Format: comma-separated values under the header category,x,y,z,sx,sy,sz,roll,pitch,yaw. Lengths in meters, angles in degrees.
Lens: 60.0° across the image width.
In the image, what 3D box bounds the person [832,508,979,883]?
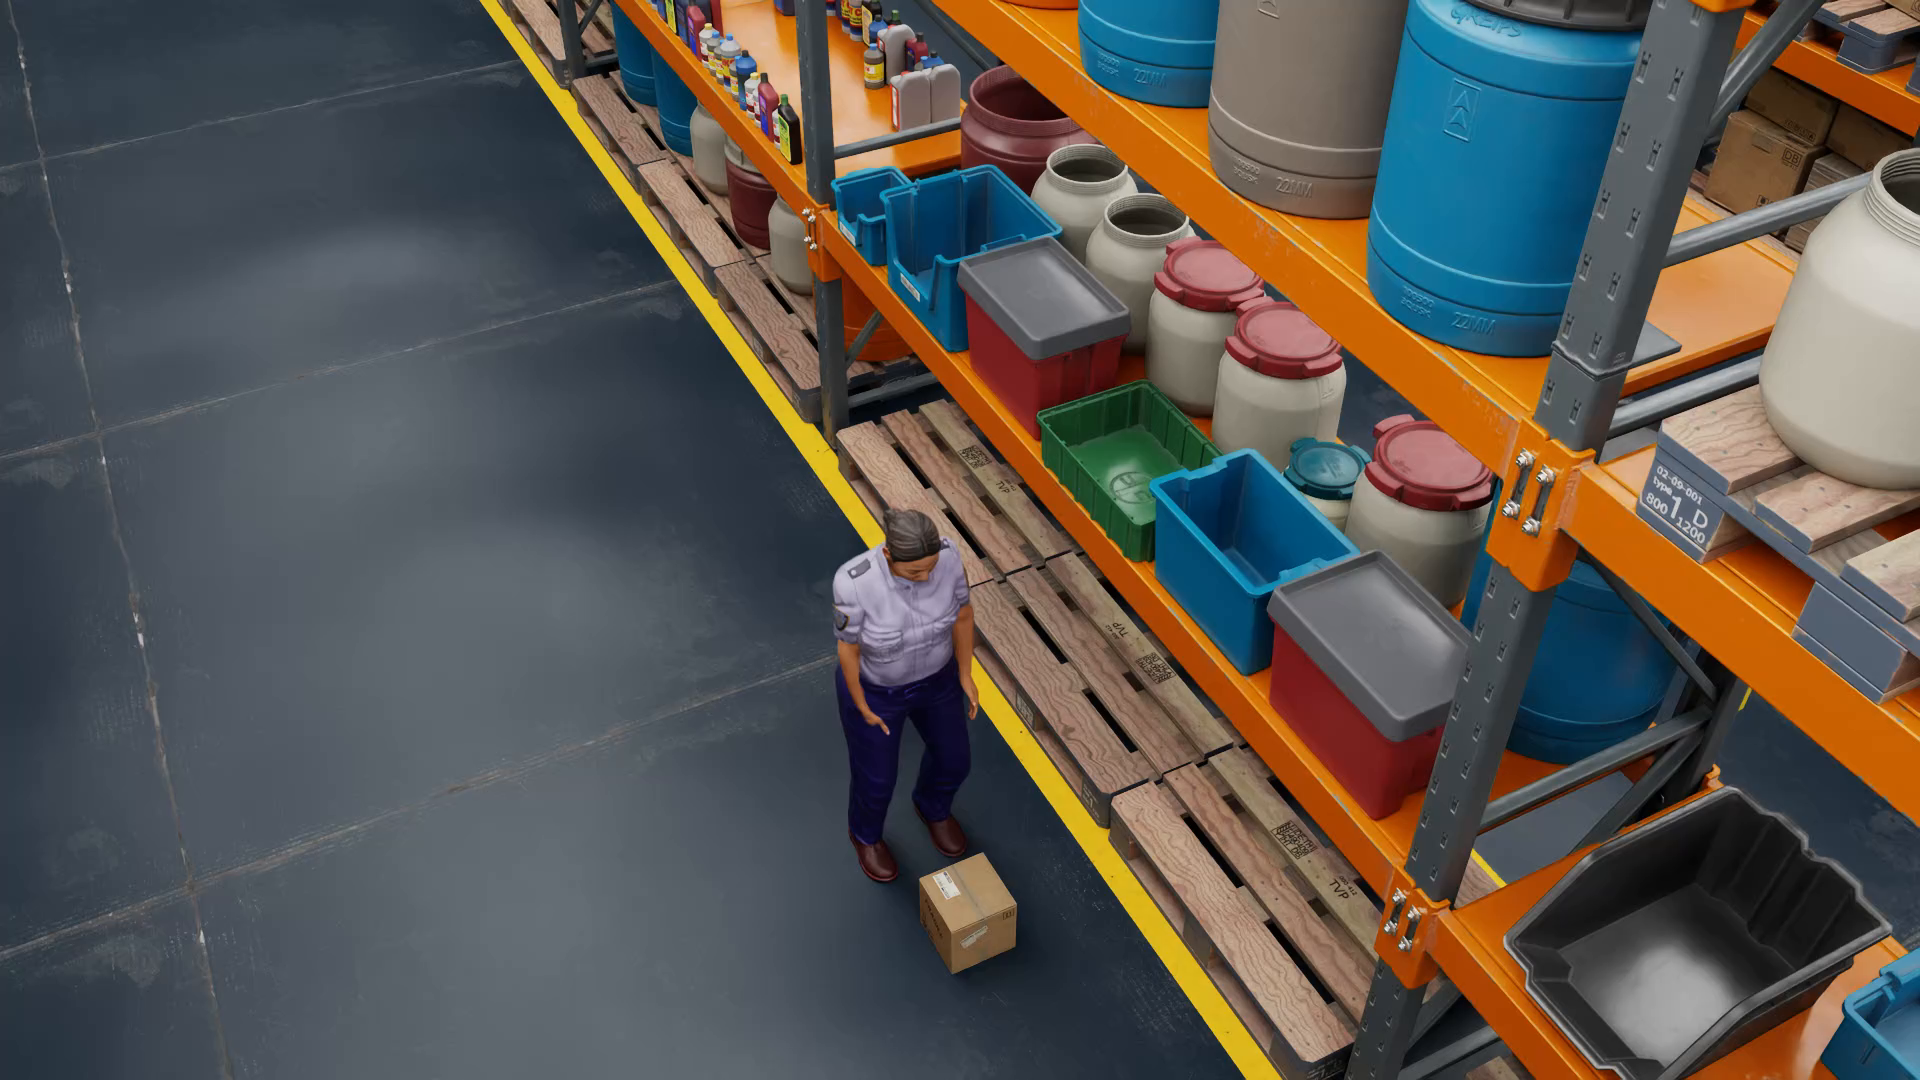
category,x,y,z,sx,sy,sz,roll,pitch,yaw
person,-0.180,0.492,5.644,0.489,1.621,0.372,-18,45,-19
